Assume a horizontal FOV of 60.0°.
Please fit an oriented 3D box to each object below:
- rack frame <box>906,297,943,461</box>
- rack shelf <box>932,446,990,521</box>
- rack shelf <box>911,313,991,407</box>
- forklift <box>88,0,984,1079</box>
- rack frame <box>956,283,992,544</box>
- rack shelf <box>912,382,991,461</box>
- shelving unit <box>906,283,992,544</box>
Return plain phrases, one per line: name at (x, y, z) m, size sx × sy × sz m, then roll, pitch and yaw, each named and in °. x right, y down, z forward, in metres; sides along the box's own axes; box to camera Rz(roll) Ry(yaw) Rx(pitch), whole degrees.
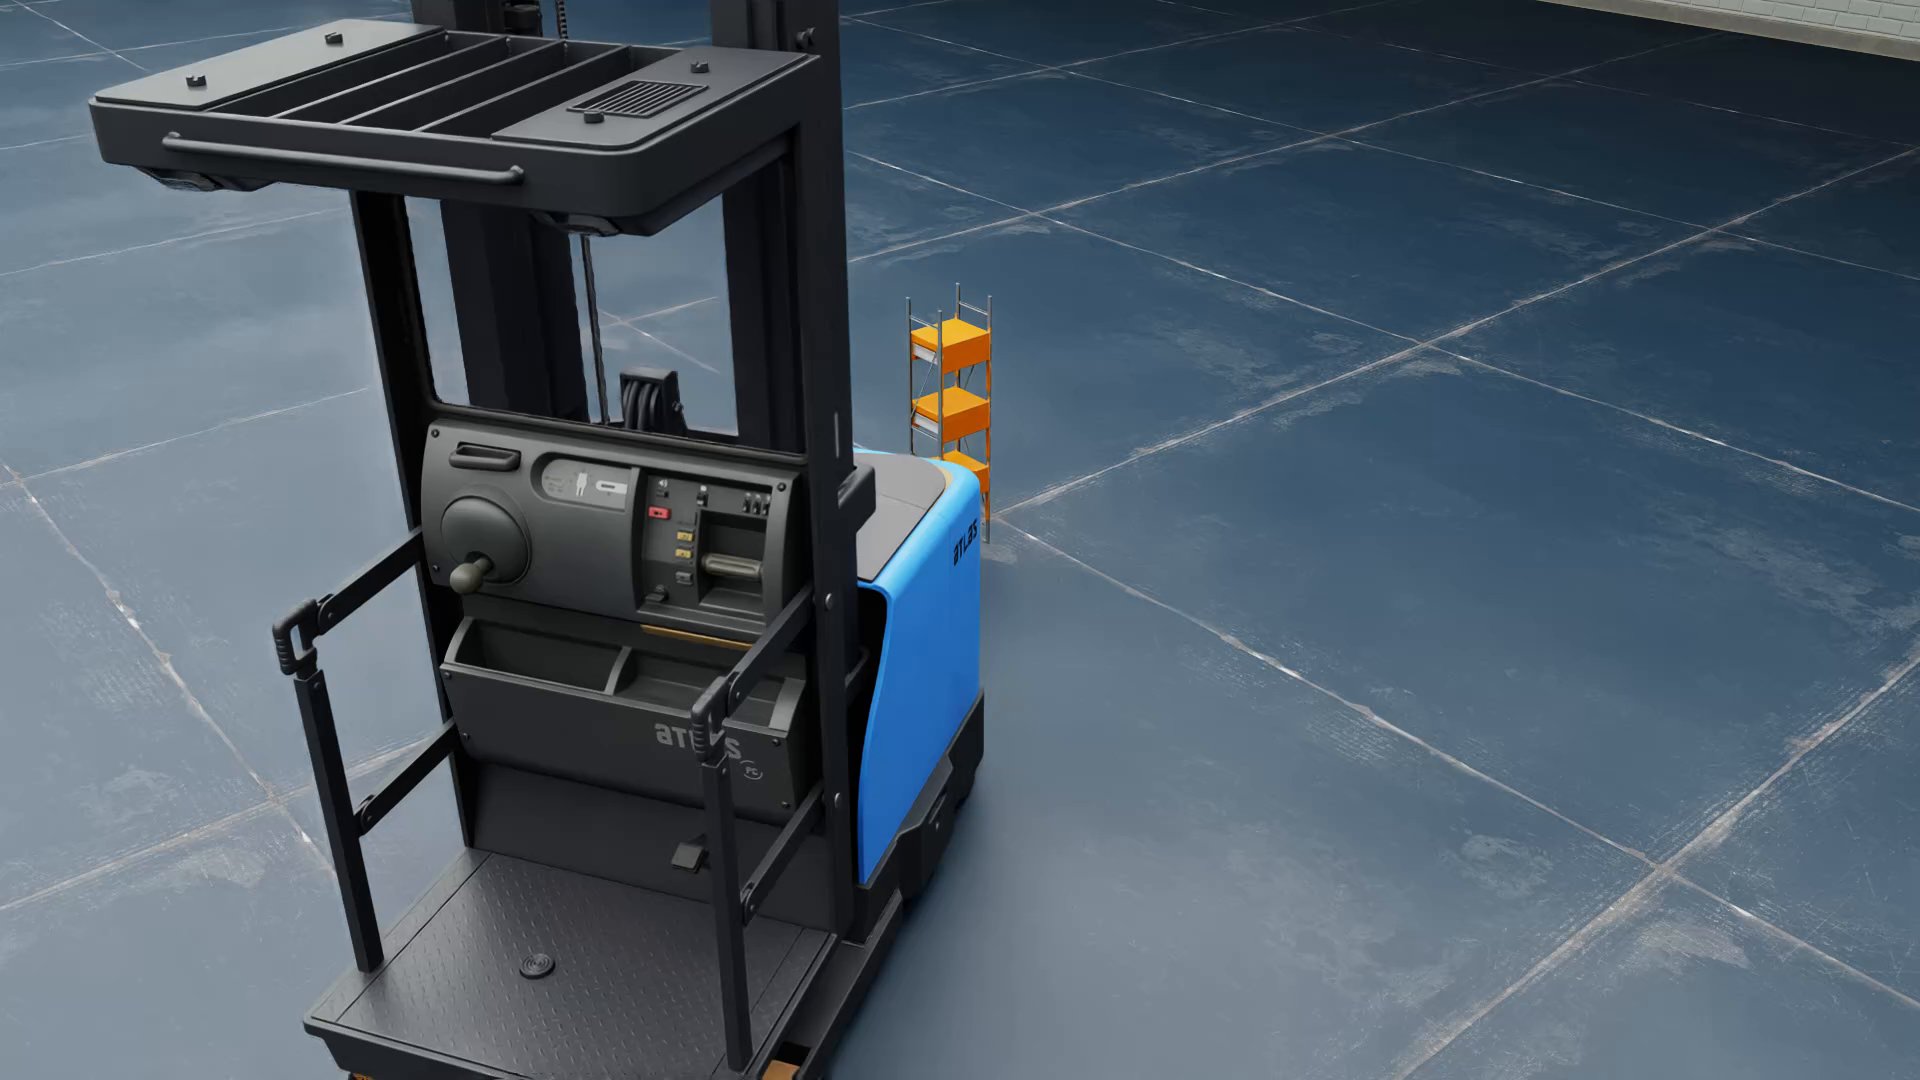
rack frame at (-0.134, -0.409, 6.402) m, size 0.008 × 1.050 × 0.200 m, roll -22°, pitch 35°, yaw -35°
rack shelf at (-0.041, -0.192, 6.608) m, size 0.240 × 0.259 × 0.215 m, roll -22°, pitch 35°, yaw -35°
rack shelf at (-0.041, -0.688, 6.343) m, size 0.240 × 0.259 × 0.215 m, roll -22°, pitch 35°, yaw -35°
forklift at (-0.881, 0.016, 3.610) m, size 1.130 × 2.935 × 3.031 m, roll 9°, pitch 29°, yaw 16°
rack frame at (0.052, -0.484, 6.542) m, size 0.008 × 1.050 × 0.200 m, roll -22°, pitch 35°, yaw -35°
rack shelf at (-0.041, -0.437, 6.477) m, size 0.240 × 0.259 × 0.215 m, roll -22°, pitch 35°, yaw -35°
shelving unit at (-0.041, -0.447, 6.472) m, size 0.252 × 1.050 × 0.215 m, roll -22°, pitch 35°, yaw -35°
